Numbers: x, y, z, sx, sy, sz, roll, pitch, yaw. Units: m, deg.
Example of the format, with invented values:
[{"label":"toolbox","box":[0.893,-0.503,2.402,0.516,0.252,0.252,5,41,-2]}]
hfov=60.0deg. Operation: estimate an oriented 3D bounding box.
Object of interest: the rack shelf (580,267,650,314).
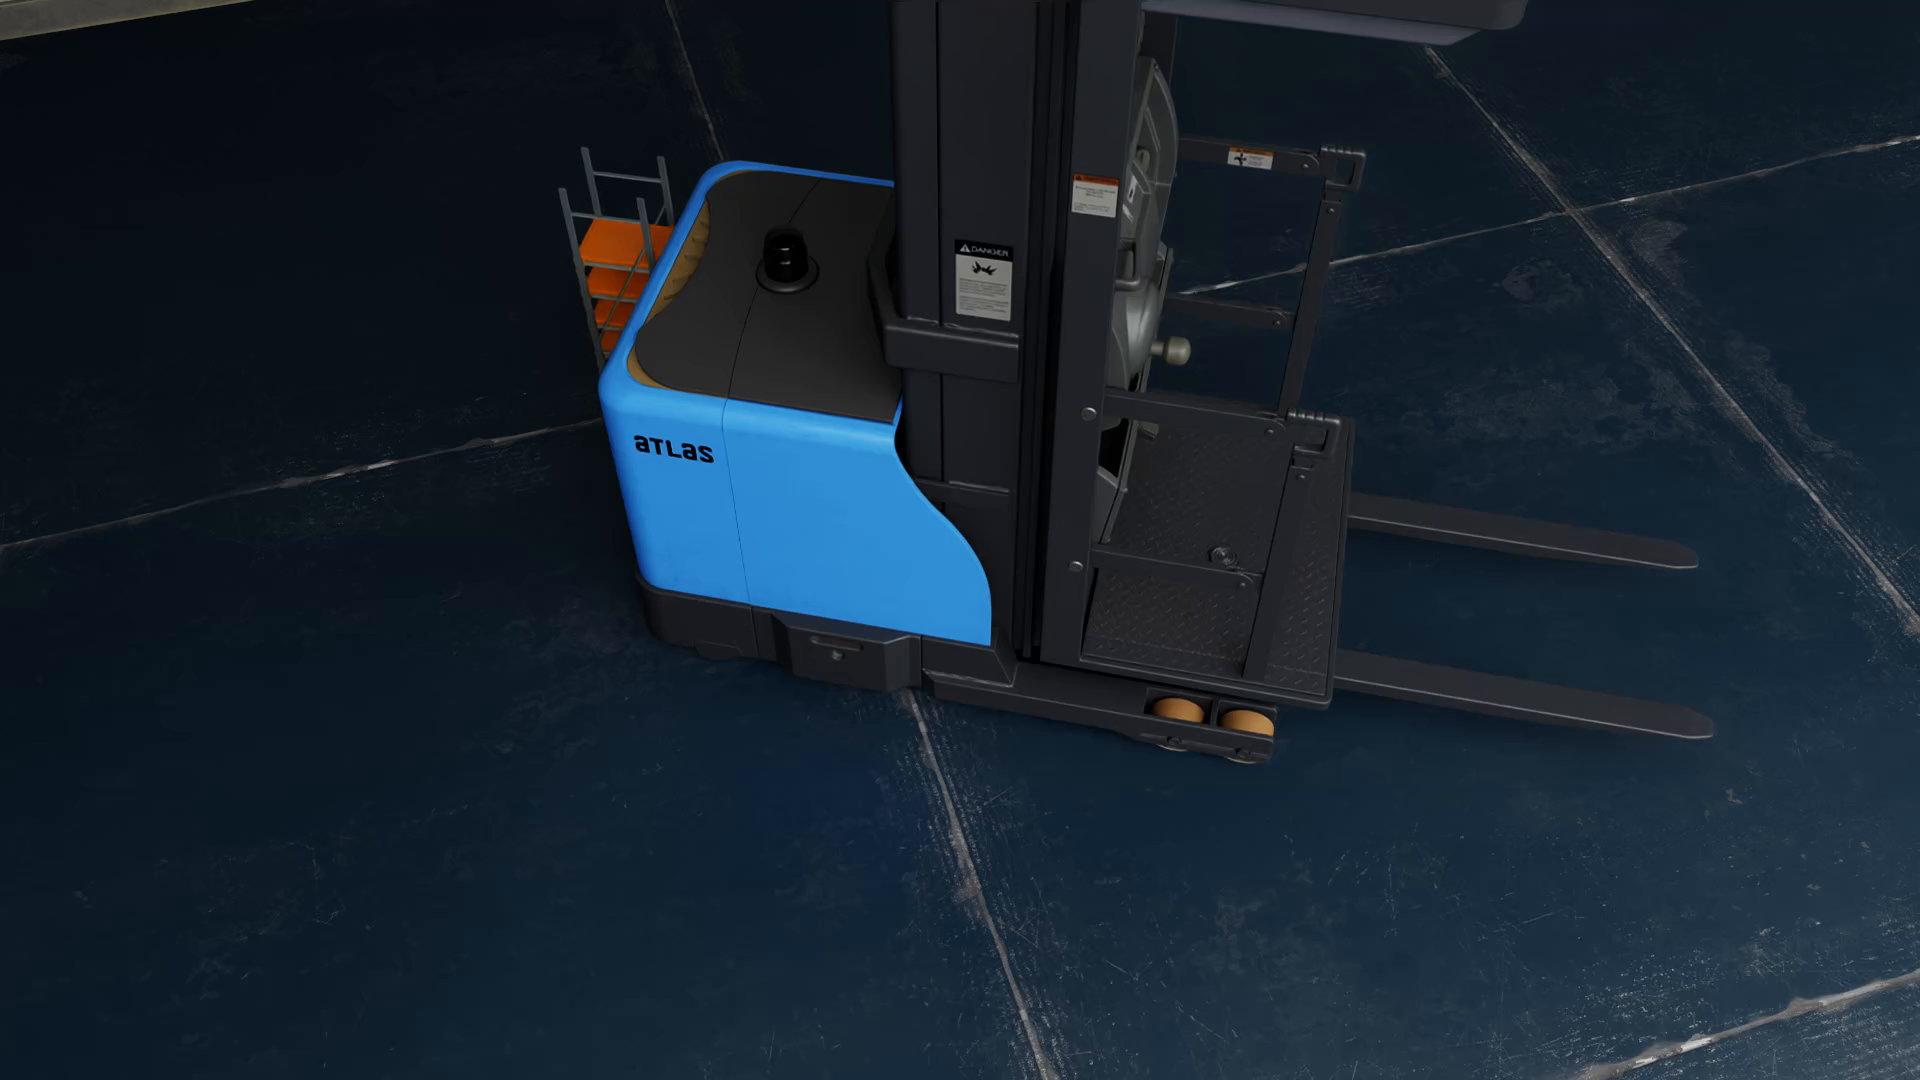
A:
[{"label":"rack shelf","box":[-0.947,-0.739,4.832,0.258,0.103,0.180,8,50,7]}]

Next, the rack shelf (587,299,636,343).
[{"label":"rack shelf","box":[-0.947,-0.662,4.924,0.258,0.103,0.180,8,50,7]}]

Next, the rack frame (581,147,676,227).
[{"label":"rack frame","box":[-0.930,-0.682,5.040,0.240,1.200,0.006,8,50,7]}]

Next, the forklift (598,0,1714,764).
[{"label":"forklift","box":[0.634,-0.760,3.973,3.031,2.935,1.130,9,51,8]}]

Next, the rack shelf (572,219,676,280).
[{"label":"rack shelf","box":[-0.947,-0.816,4.741,0.258,0.103,0.180,8,50,7]}]

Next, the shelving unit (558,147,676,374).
[{"label":"shelving unit","box":[-0.947,-0.613,4.982,0.258,1.200,0.189,8,50,7]}]

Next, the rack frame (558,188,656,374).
[{"label":"rack frame","box":[-0.965,-0.544,4.924,0.240,1.200,0.006,8,50,7]}]

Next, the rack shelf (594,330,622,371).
[{"label":"rack shelf","box":[-0.947,-0.584,5.016,0.258,0.103,0.180,8,50,7]}]
